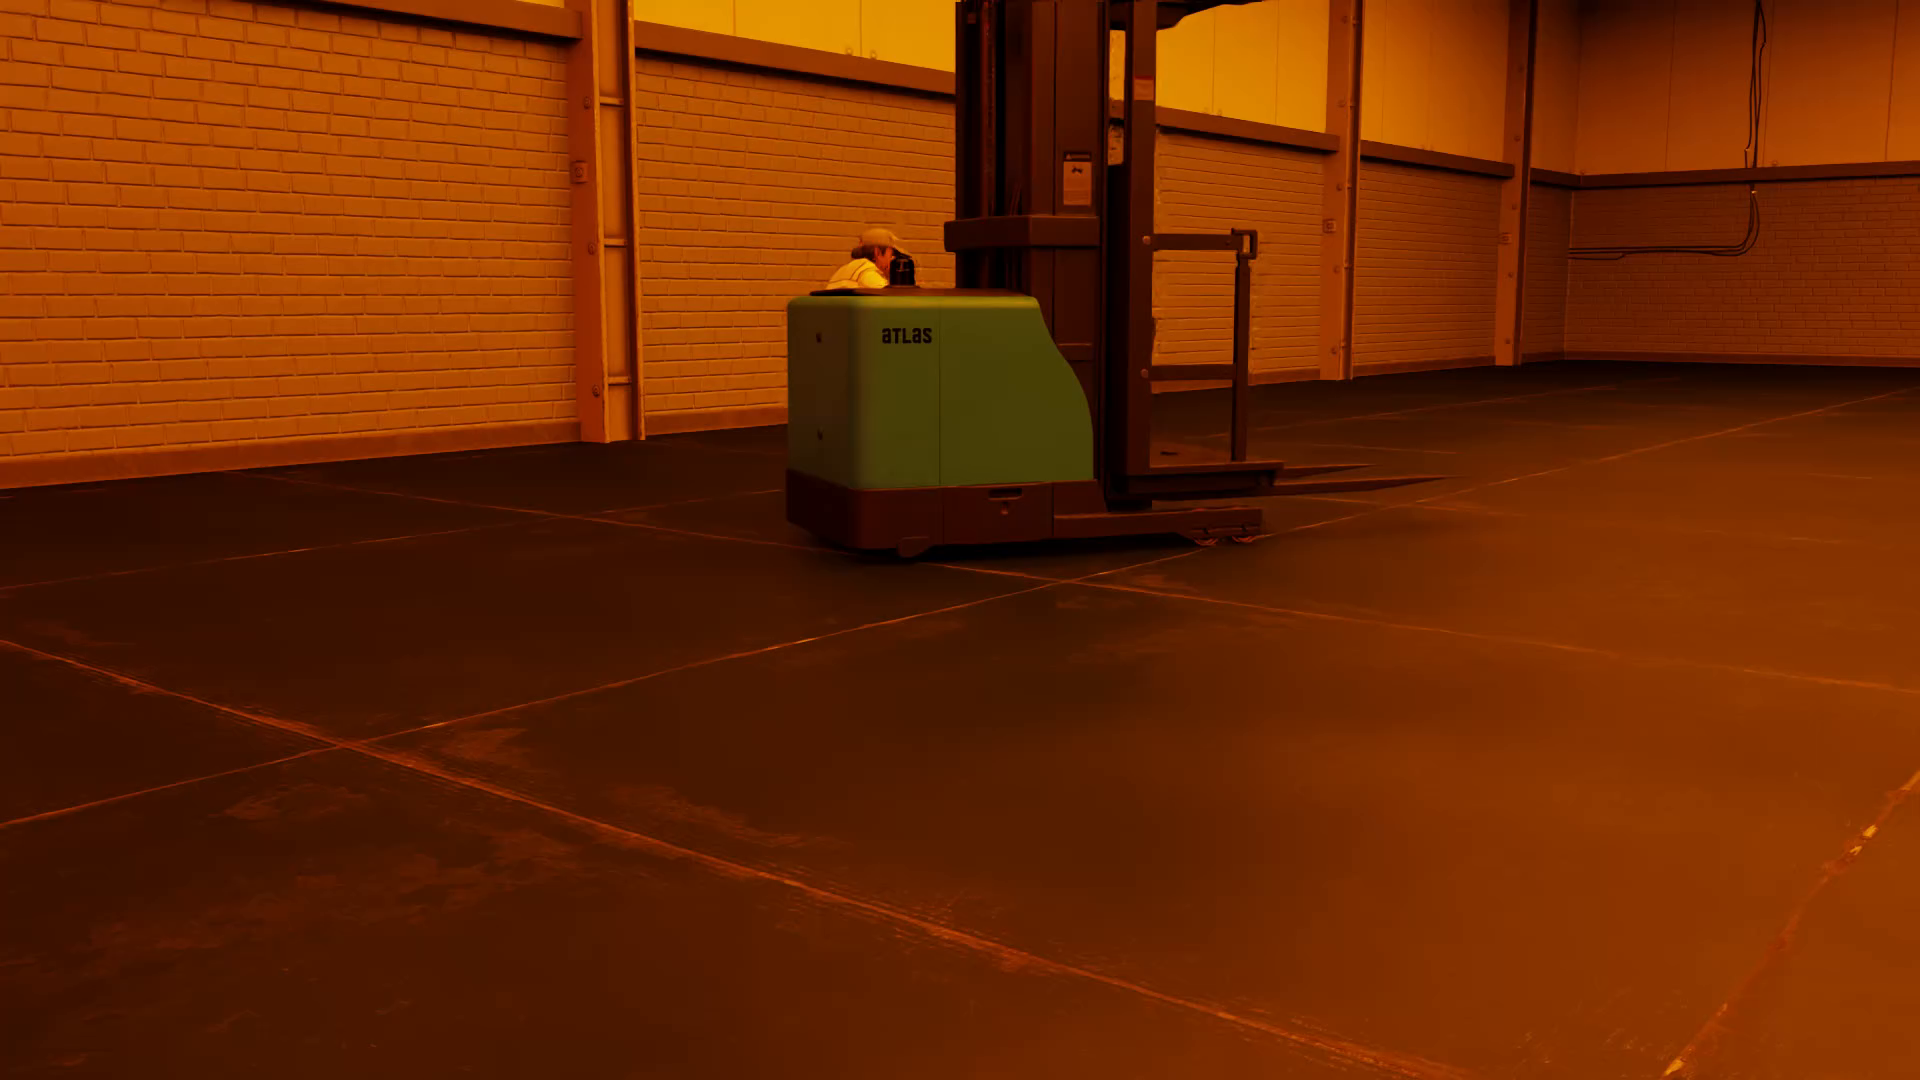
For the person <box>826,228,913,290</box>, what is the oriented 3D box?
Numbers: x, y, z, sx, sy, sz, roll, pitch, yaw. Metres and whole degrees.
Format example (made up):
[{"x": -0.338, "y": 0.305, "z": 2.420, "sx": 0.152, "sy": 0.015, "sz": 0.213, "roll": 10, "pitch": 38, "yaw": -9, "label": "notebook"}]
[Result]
[{"x": -0.381, "y": -0.893, "z": 8.626, "sx": 0.913, "sy": 1.437, "sz": 0.869, "roll": 7, "pitch": 11, "yaw": 39, "label": "person"}]

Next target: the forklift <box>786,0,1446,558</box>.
[{"x": 0.785, "y": -1.490, "z": 7.464, "sx": 3.031, "sy": 2.935, "sz": 1.130, "roll": -3, "pitch": 9, "yaw": -22, "label": "forklift"}]
